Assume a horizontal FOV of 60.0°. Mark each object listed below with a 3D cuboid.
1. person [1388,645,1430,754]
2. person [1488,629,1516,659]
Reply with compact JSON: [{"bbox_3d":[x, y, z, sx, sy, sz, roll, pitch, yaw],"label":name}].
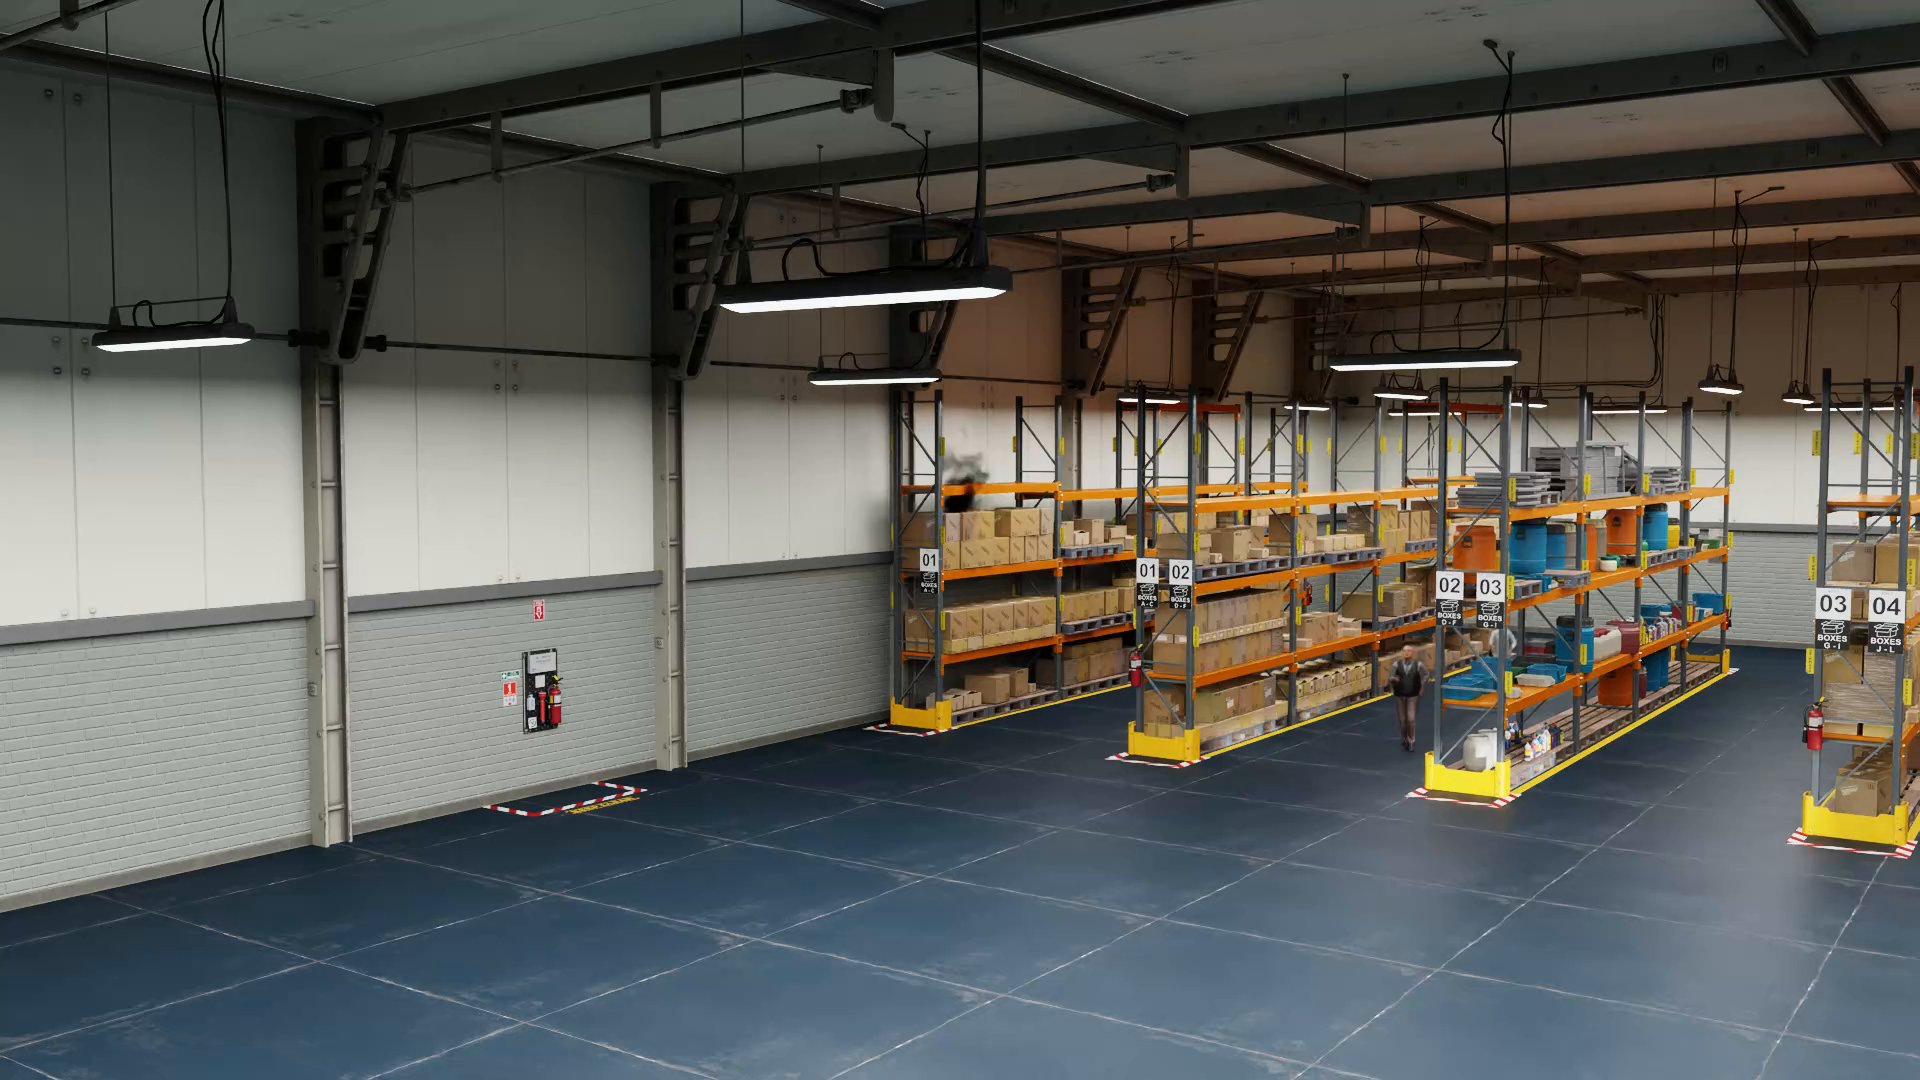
[{"bbox_3d":[7.343,2.611,27.291,0.637,1.763,0.711,2,4,26],"label":"person"},{"bbox_3d":[10.841,2.341,33.311,0.518,1.558,0.548,2,4,26],"label":"person"}]
